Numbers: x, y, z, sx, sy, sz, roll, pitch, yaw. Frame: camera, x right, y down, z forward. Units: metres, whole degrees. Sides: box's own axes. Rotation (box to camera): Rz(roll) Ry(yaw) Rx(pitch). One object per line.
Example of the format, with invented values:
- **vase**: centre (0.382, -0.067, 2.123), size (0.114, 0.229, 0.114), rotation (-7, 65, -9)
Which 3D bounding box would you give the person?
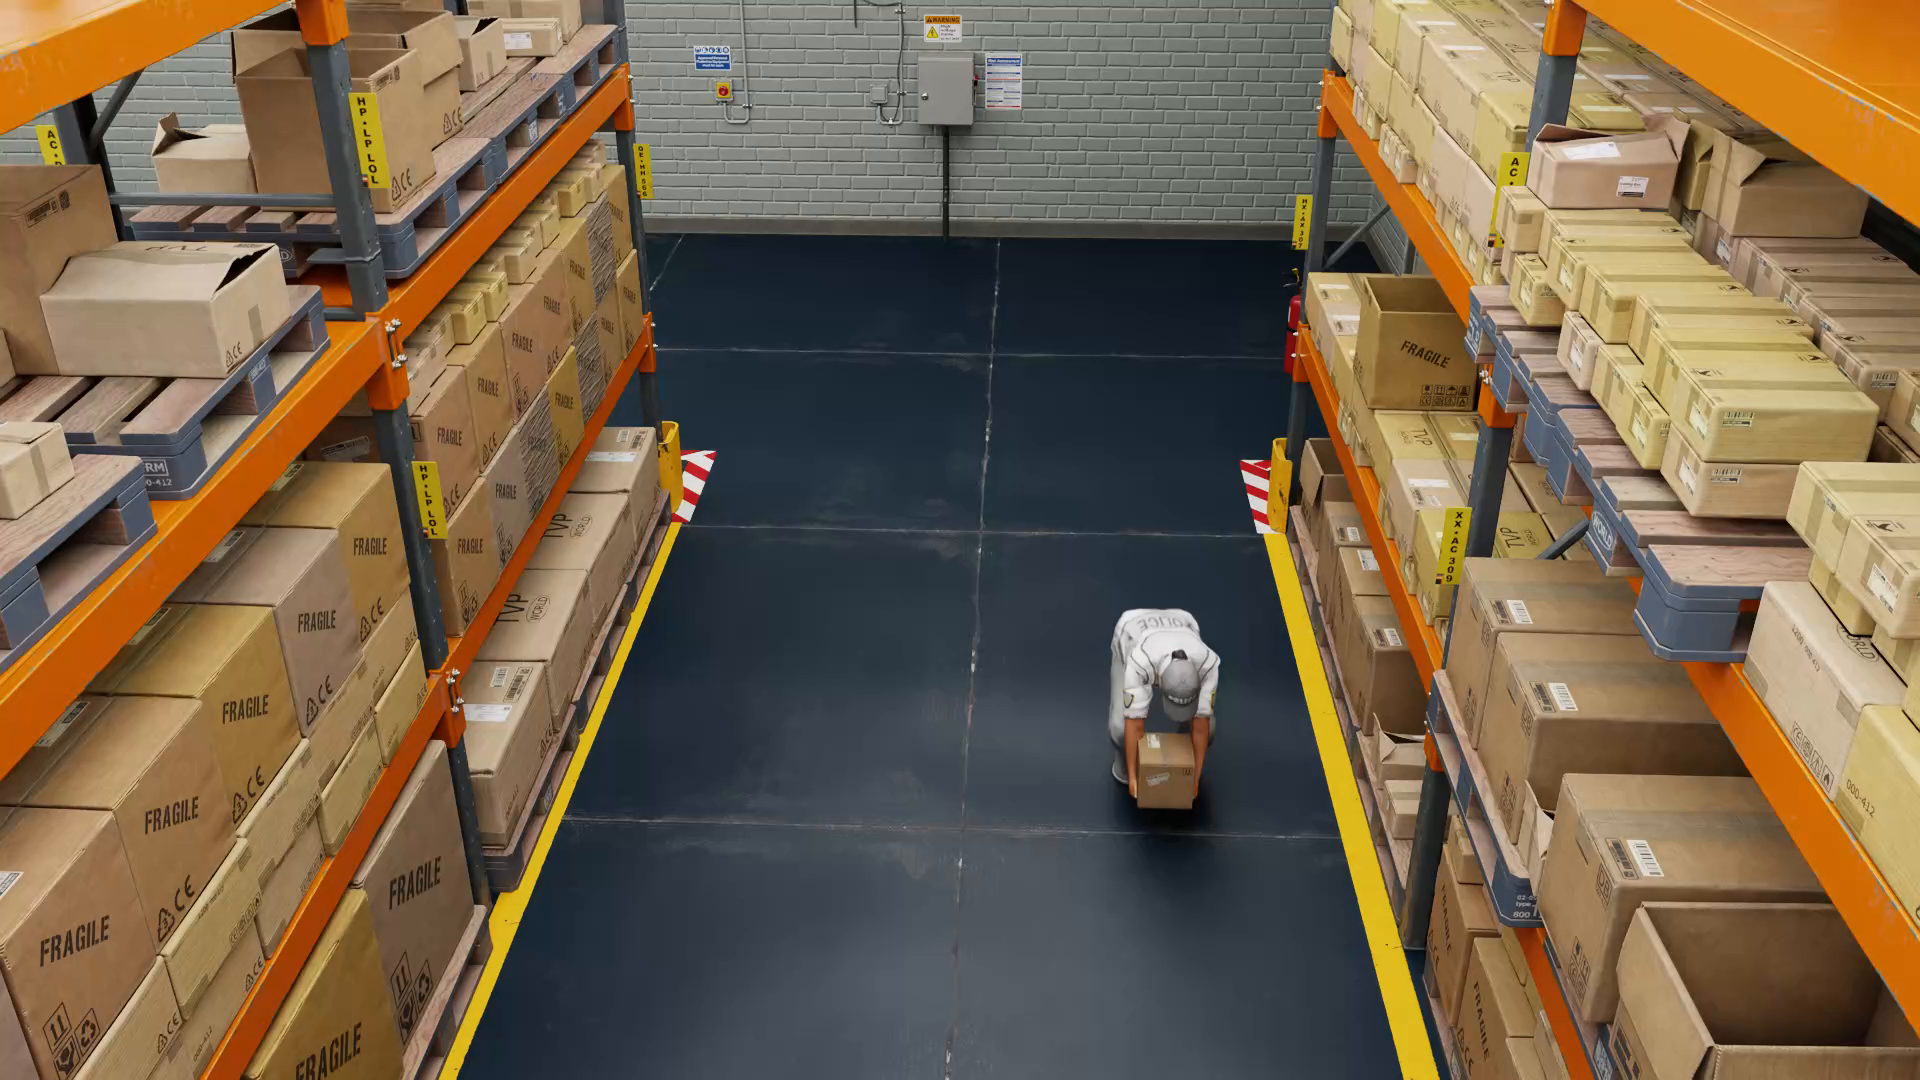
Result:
- **person**: centre (0.965, 0.791, 7.913), size (0.521, 0.943, 0.921), rotation (0, 28, 0)
